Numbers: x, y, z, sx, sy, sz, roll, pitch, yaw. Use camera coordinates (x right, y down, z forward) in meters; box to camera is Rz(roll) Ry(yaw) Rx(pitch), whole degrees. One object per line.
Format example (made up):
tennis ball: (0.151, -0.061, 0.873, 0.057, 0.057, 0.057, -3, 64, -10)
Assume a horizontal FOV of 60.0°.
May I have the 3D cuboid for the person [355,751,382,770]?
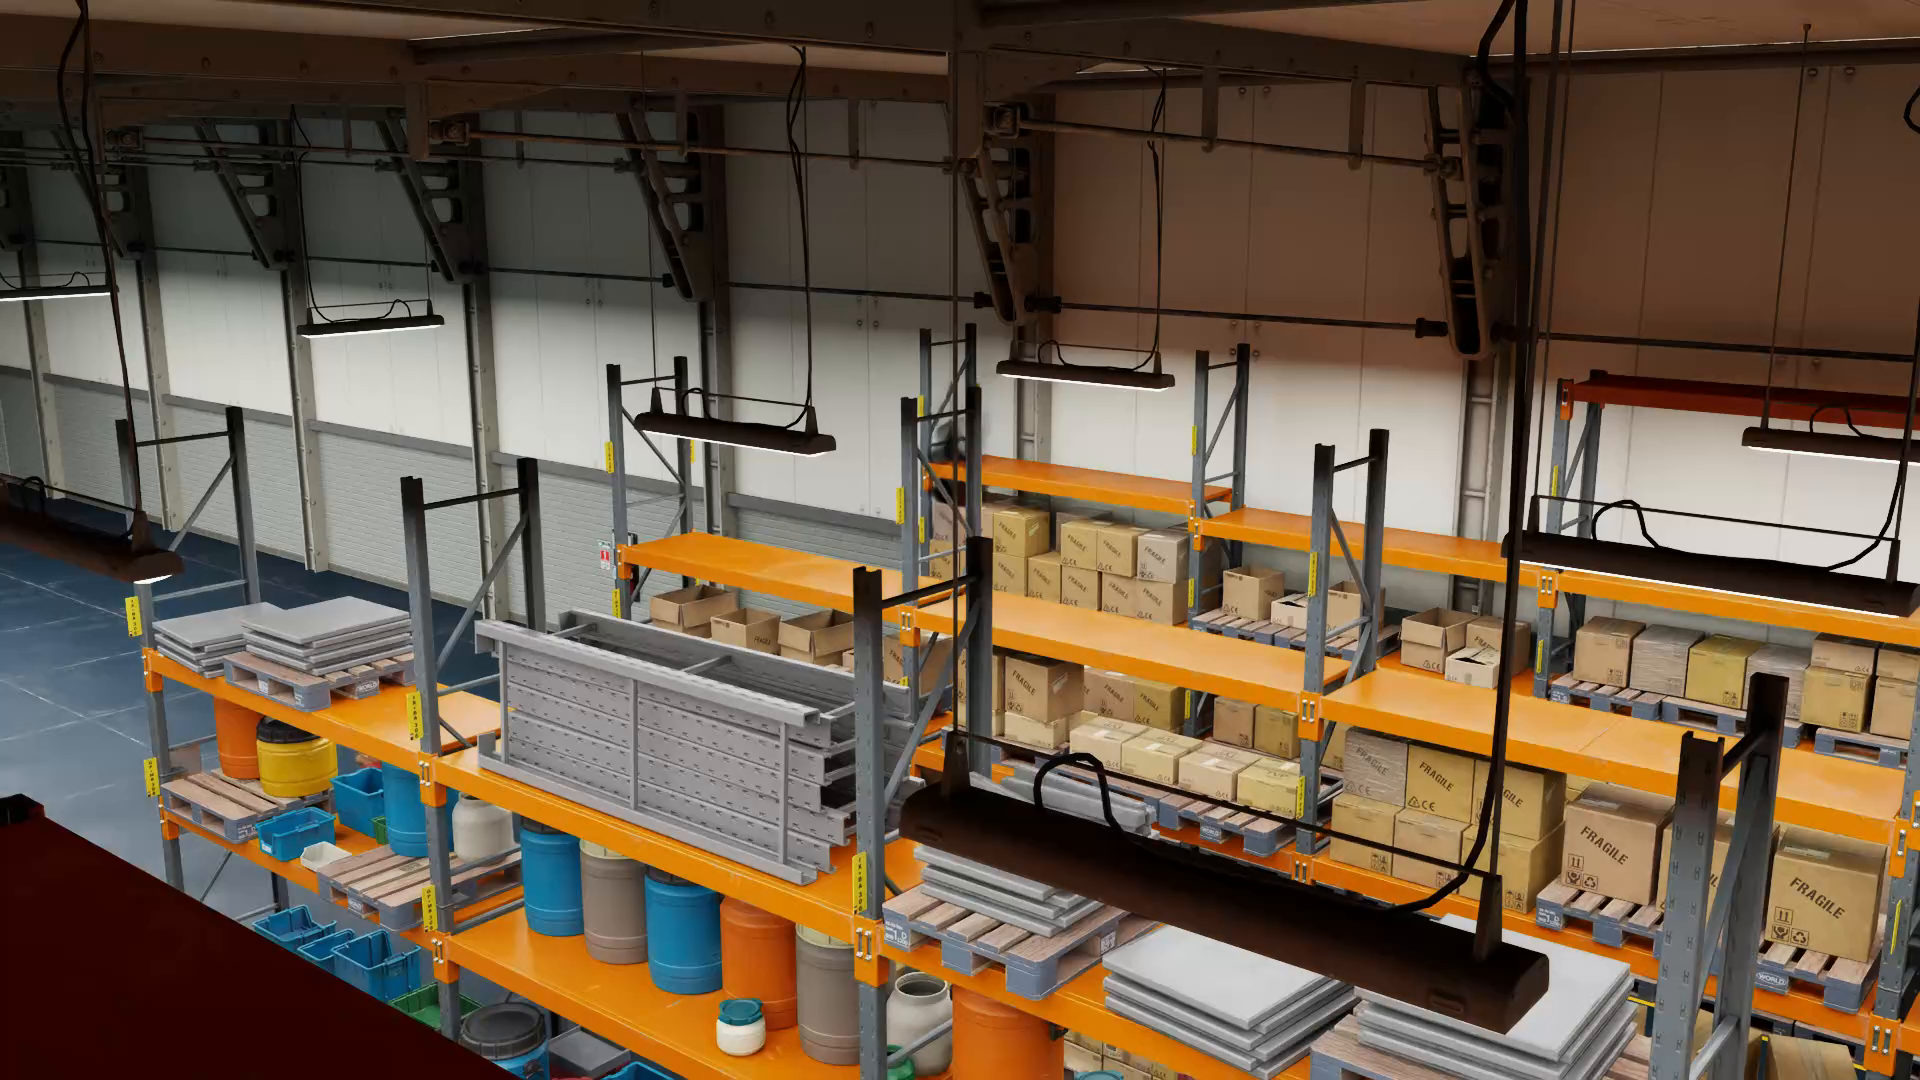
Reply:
person: (-6.506, 3.124, 18.539, 0.912, 1.762, 0.641, -4, 13, -17)
